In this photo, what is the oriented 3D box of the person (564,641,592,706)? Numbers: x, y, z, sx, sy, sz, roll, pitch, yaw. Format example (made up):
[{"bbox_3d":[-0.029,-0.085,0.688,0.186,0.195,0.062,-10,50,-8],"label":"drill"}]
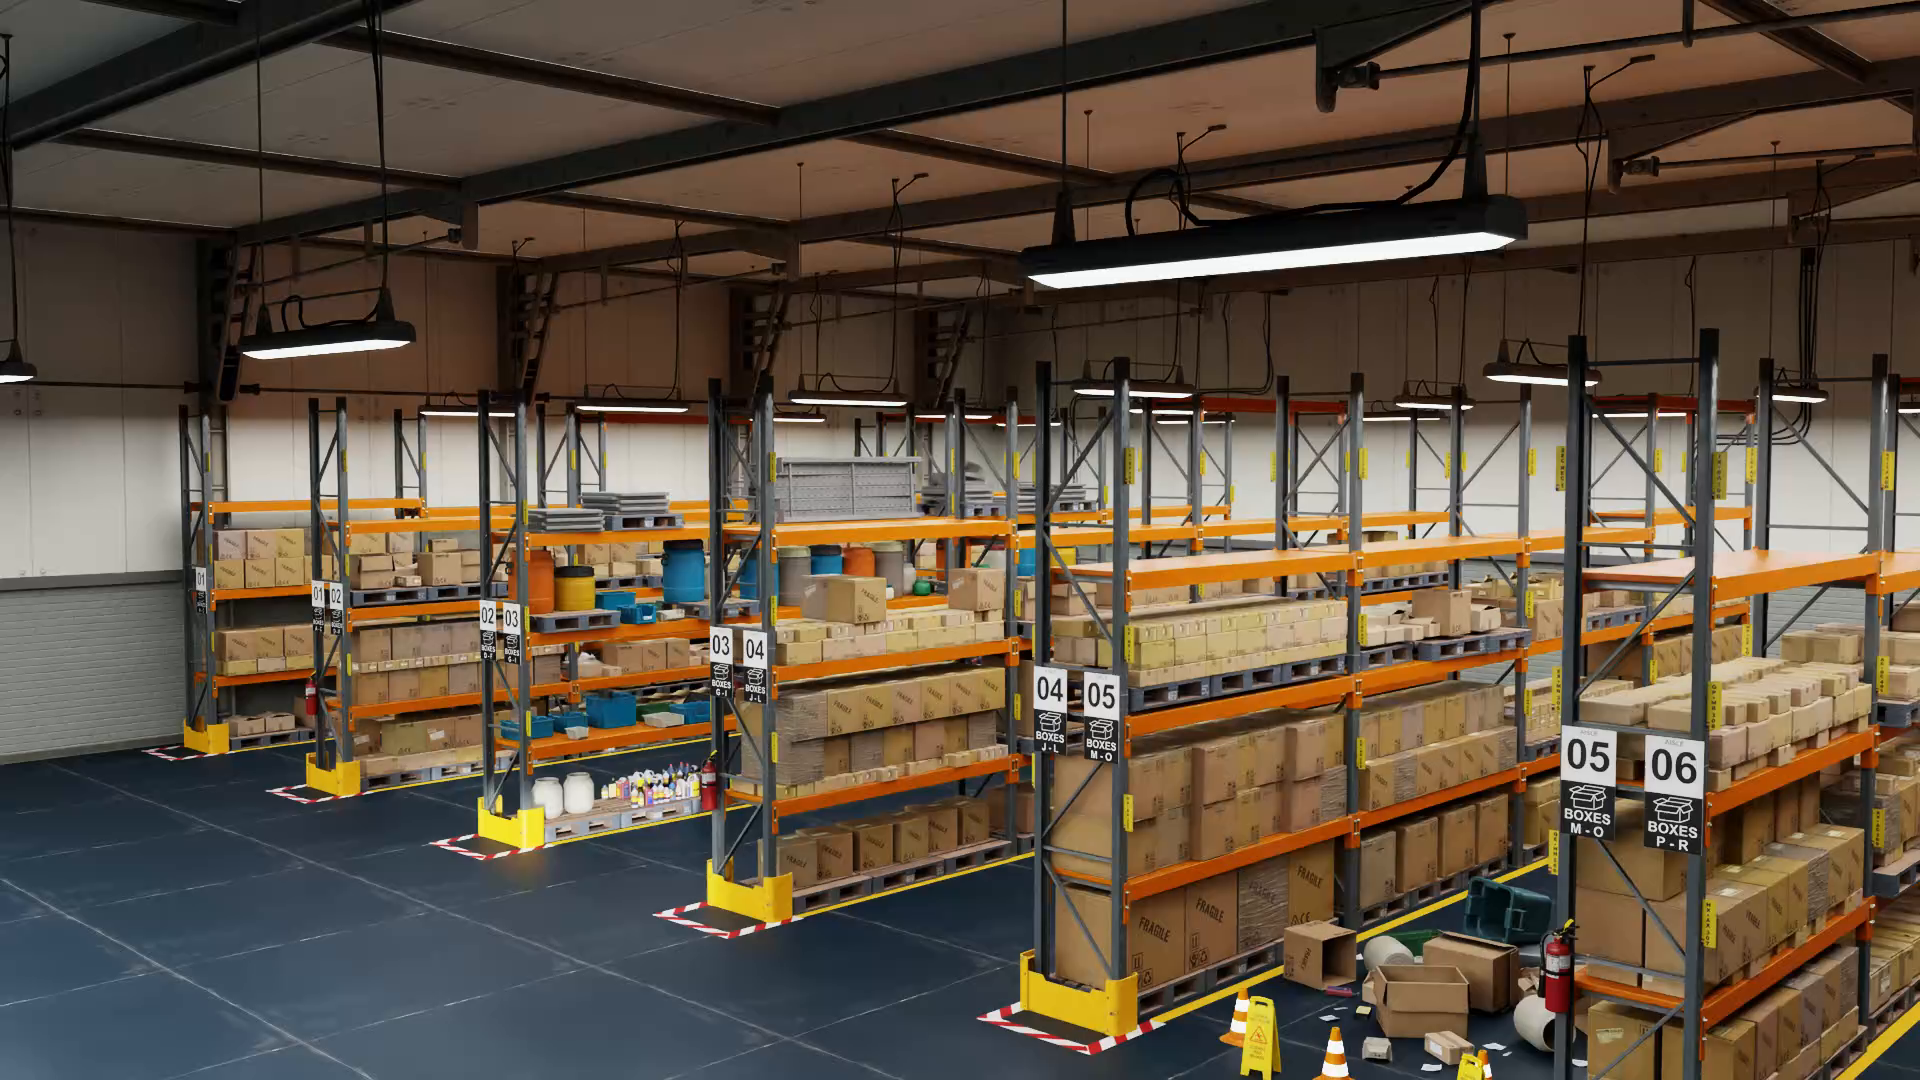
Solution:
[{"bbox_3d":[-7.125,2.677,31.190,0.701,1.701,0.591,2,3,27],"label":"person"}]
